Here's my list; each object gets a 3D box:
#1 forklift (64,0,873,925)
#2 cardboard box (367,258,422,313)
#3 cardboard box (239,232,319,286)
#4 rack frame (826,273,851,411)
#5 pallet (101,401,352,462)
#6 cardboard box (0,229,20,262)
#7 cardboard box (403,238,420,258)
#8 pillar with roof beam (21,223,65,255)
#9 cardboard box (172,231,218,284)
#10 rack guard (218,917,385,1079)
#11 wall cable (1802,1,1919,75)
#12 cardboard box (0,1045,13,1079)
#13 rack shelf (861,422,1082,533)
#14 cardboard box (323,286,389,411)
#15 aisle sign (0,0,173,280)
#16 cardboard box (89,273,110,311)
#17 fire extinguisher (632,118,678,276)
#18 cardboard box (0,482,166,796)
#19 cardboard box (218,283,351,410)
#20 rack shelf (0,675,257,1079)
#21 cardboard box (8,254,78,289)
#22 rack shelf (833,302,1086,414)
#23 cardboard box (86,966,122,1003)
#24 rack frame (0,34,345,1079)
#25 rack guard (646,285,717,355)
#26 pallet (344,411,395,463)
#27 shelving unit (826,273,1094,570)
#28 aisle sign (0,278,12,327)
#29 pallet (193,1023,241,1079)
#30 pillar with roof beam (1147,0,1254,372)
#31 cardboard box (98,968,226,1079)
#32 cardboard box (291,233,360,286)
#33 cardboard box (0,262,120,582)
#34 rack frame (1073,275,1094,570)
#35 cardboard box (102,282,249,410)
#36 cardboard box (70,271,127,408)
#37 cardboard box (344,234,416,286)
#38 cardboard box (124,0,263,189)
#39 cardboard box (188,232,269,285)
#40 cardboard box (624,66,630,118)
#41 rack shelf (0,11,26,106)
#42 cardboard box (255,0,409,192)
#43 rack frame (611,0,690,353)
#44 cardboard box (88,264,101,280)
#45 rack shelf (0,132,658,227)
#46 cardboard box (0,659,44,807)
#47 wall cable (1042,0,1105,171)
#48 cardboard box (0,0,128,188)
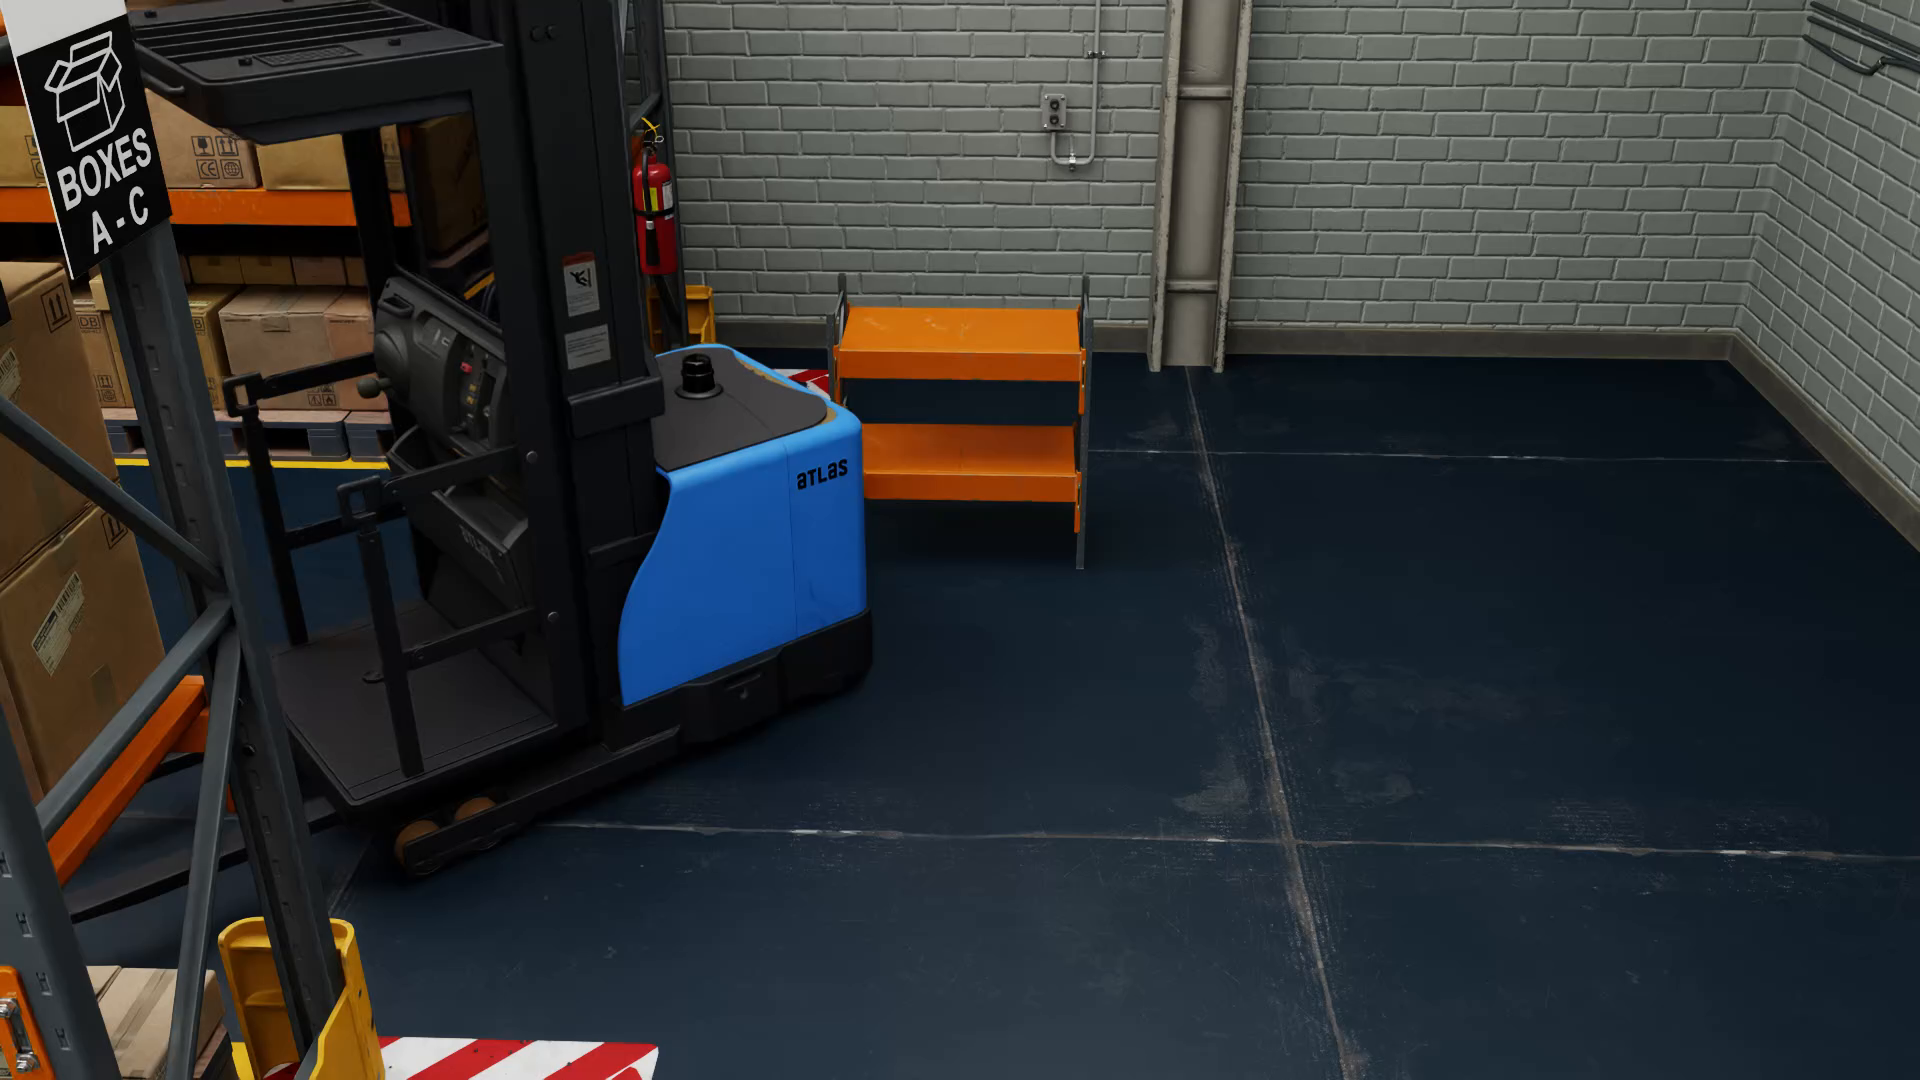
[{"bbox_3d":[-1.791,-0.517,5.096,3.031,2.935,1.130,-21,34,-34],"label":"forklift"},{"bbox_3d":[-2.594,-1.197,7.832,0.250,0.149,0.380,2,28,3],"label":"cardboard box"},{"bbox_3d":[-3.338,-1.387,8.193,0.250,0.149,0.380,1,28,2],"label":"cardboard box"},{"bbox_3d":[-0.501,-0.505,7.002,0.032,1.125,0.500,1,28,2],"label":"rack frame"},{"bbox_3d":[-3.518,-0.709,8.363,1.213,0.211,1.003,1,28,2],"label":"pallet"},{"bbox_3d":[-4.892,-1.412,8.239,0.250,0.149,0.380,1,28,1],"label":"cardboard box"},{"bbox_3d":[-2.578,-1.375,8.170,0.250,0.149,0.380,1,28,2],"label":"cardboard box"},{"bbox_3d":[-4.920,-3.038,3.374,0.400,9.000,9.100,1,28,2],"label":"pillar with roof beam"},{"bbox_3d":[-3.849,-1.396,8.208,0.250,0.149,0.380,1,28,2],"label":"cardboard box"},{"bbox_3d":[-1.747,1.479,3.927,0.348,0.500,1.175,1,28,2],"label":"rack guard"},{"bbox_3d":[4.140,-2.961,6.544,0.112,2.526,3.097,1,28,2],"label":"wall cable"},{"bbox_3d":[-2.223,1.392,3.621,0.500,0.500,0.500,1,28,2],"label":"cardboard box"},{"bbox_3d":[0.007,-0.281,7.101,1.000,0.278,0.538,1,28,2],"label":"rack shelf"},{"bbox_3d":[-2.703,-0.997,8.149,0.500,0.500,0.700,1,28,2],"label":"cardboard box"},{"bbox_3d":[-1.593,-0.909,2.987,0.004,0.787,0.394,1,28,2],"label":"aisle sign"},{"bbox_3d":[-3.897,-1.217,7.871,0.250,0.149,0.380,0,28,0],"label":"cardboard box"},{"bbox_3d":[-1.366,-1.526,7.407,0.183,0.674,0.296,1,28,2],"label":"fire extinguisher"},{"bbox_3d":[-2.105,0.201,3.562,0.500,0.500,0.500,2,28,3],"label":"cardboard box"},{"bbox_3d":[-3.206,-1.005,8.165,0.500,0.500,0.700,0,28,0],"label":"cardboard box"},{"bbox_3d":[-3.670,0.660,3.570,4.000,0.370,1.077,1,28,2],"label":"rack shelf"},{"bbox_3d":[-4.418,-1.226,7.888,0.250,0.149,0.380,2,28,4],"label":"cardboard box"},{"bbox_3d":[0.007,-0.755,6.849,1.000,0.278,0.538,1,28,2],"label":"rack shelf"},{"bbox_3d":[-2.328,1.261,4.224,0.250,0.166,0.380,1,28,2],"label":"cardboard box"},{"bbox_3d":[-1.671,0.374,3.342,0.053,2.616,0.949,1,28,2],"label":"rack frame"},{"bbox_3d":[-1.476,-0.838,8.298,0.348,0.500,1.175,1,28,2],"label":"rack guard"},{"bbox_3d":[-2.302,-0.688,8.322,1.213,0.211,1.003,1,28,2],"label":"pallet"},{"bbox_3d":[0.007,-0.497,6.986,1.048,1.125,0.538,1,28,2],"label":"shelving unit"},{"bbox_3d":[-1.614,-0.629,2.458,0.004,0.787,0.394,1,28,2],"label":"aisle sign"},{"bbox_3d":[-2.544,1.594,4.019,1.213,0.211,1.003,1,28,2],"label":"pallet"},{"bbox_3d":[1.077,-2.939,3.187,0.400,9.000,9.100,1,28,2],"label":"pillar with roof beam"},{"bbox_3d":[-2.078,1.273,4.220,0.250,0.149,0.380,1,28,2],"label":"cardboard box"},{"bbox_3d":[-3.082,-1.384,8.185,0.250,0.149,0.380,1,28,3],"label":"cardboard box"},{"bbox_3d":[-2.105,-0.241,3.328,0.500,0.500,0.500,2,28,3],"label":"cardboard box"},{"bbox_3d":[0.515,-0.488,6.970,0.032,1.125,0.500,1,28,2],"label":"rack frame"},{"bbox_3d":[-3.739,-1.011,8.175,0.500,0.500,0.700,2,28,3],"label":"cardboard box"},{"bbox_3d":[-4.252,-1.020,8.193,0.500,0.500,0.700,1,28,1],"label":"cardboard box"},{"bbox_3d":[-2.828,-1.380,8.178,0.250,0.149,0.380,1,28,2],"label":"cardboard box"},{"bbox_3d":[-3.499,-2.103,7.695,0.700,0.700,0.980,0,28,-1],"label":"cardboard box"},{"bbox_3d":[-3.591,-1.392,8.201,0.250,0.149,0.380,0,28,1],"label":"cardboard box"},{"bbox_3d":[-2.010,-2.080,7.650,0.700,0.700,0.980,2,28,4],"label":"cardboard box"},{"bbox_3d":[-3.670,-0.665,2.867,4.000,0.370,1.077,1,28,2],"label":"rack shelf"},{"bbox_3d":[-2.738,-2.086,7.663,0.700,0.700,0.980,1,28,1],"label":"cardboard box"},{"bbox_3d":[-1.500,-1.943,7.713,0.127,3.000,1.000,1,28,2],"label":"rack frame"},{"bbox_3d":[-4.102,-1.400,8.217,0.250,0.149,0.380,0,28,0],"label":"cardboard box"},{"bbox_3d":[-3.499,-1.659,7.944,4.000,0.370,1.077,1,28,2],"label":"rack shelf"},{"bbox_3d":[-2.129,0.451,3.089,0.500,0.500,0.500,2,28,3],"label":"cardboard box"},{"bbox_3d":[-0.187,-2.814,8.271,1.851,1.984,0.084,1,28,2],"label":"wall cable"},{"bbox_3d":[-4.227,-2.111,7.709,0.700,0.700,0.980,0,28,0],"label":"cardboard box"}]
